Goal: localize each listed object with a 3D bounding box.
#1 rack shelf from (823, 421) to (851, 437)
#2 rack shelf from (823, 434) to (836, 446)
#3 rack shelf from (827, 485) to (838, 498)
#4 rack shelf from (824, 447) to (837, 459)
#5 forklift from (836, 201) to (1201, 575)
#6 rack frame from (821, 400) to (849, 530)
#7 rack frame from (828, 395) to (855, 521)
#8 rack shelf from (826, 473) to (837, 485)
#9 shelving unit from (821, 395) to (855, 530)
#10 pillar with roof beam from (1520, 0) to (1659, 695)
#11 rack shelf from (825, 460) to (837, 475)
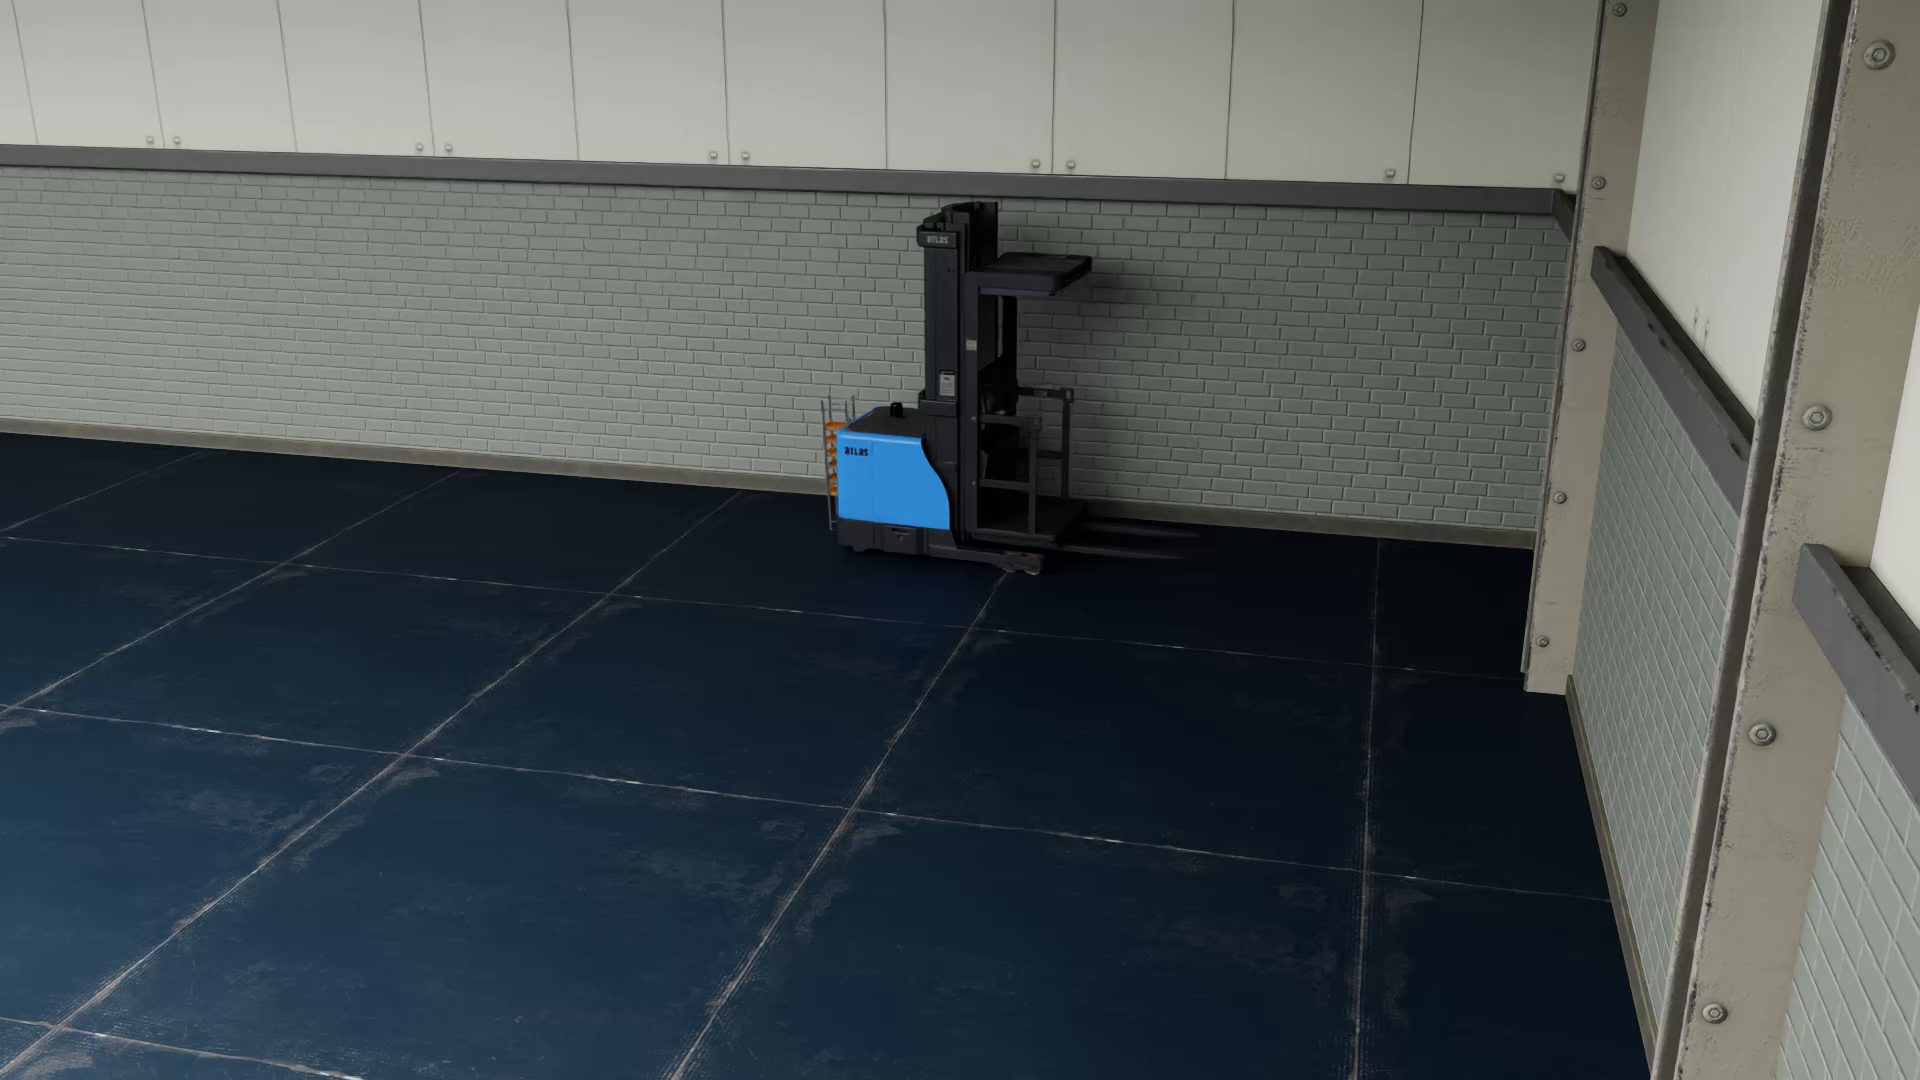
[{"bbox_3d":[-1.065,-0.981,14.712,0.258,0.103,0.180,3,19,15],"label":"rack shelf"},{"bbox_3d":[-1.060,-0.867,14.749,0.258,0.103,0.180,3,19,15],"label":"rack shelf"},{"bbox_3d":[-1.042,-0.412,14.899,0.258,0.103,0.180,3,19,15],"label":"rack shelf"},{"bbox_3d":[-1.056,-0.753,14.787,0.258,0.103,0.180,3,19,15],"label":"rack shelf"},{"bbox_3d":[0.509,-1.286,13.917,3.031,2.935,1.130,6,20,18],"label":"forklift"},{"bbox_3d":[-1.077,-0.653,14.727,0.240,1.200,0.006,3,19,15],"label":"rack frame"},{"bbox_3d":[-1.028,-0.710,14.894,0.240,1.200,0.006,3,19,15],"label":"rack frame"},{"bbox_3d":[-1.046,-0.525,14.861,0.258,0.103,0.180,3,19,15],"label":"rack shelf"},{"bbox_3d":[-1.053,-0.682,14.810,0.258,1.200,0.189,3,19,15],"label":"shelving unit"},{"bbox_3d":[-0.039,-3.595,11.291,9.100,9.000,0.400,5,19,13],"label":"pillar with roof beam"},{"bbox_3d":[-1.051,-0.639,14.824,0.258,0.103,0.180,3,19,15],"label":"rack shelf"}]
